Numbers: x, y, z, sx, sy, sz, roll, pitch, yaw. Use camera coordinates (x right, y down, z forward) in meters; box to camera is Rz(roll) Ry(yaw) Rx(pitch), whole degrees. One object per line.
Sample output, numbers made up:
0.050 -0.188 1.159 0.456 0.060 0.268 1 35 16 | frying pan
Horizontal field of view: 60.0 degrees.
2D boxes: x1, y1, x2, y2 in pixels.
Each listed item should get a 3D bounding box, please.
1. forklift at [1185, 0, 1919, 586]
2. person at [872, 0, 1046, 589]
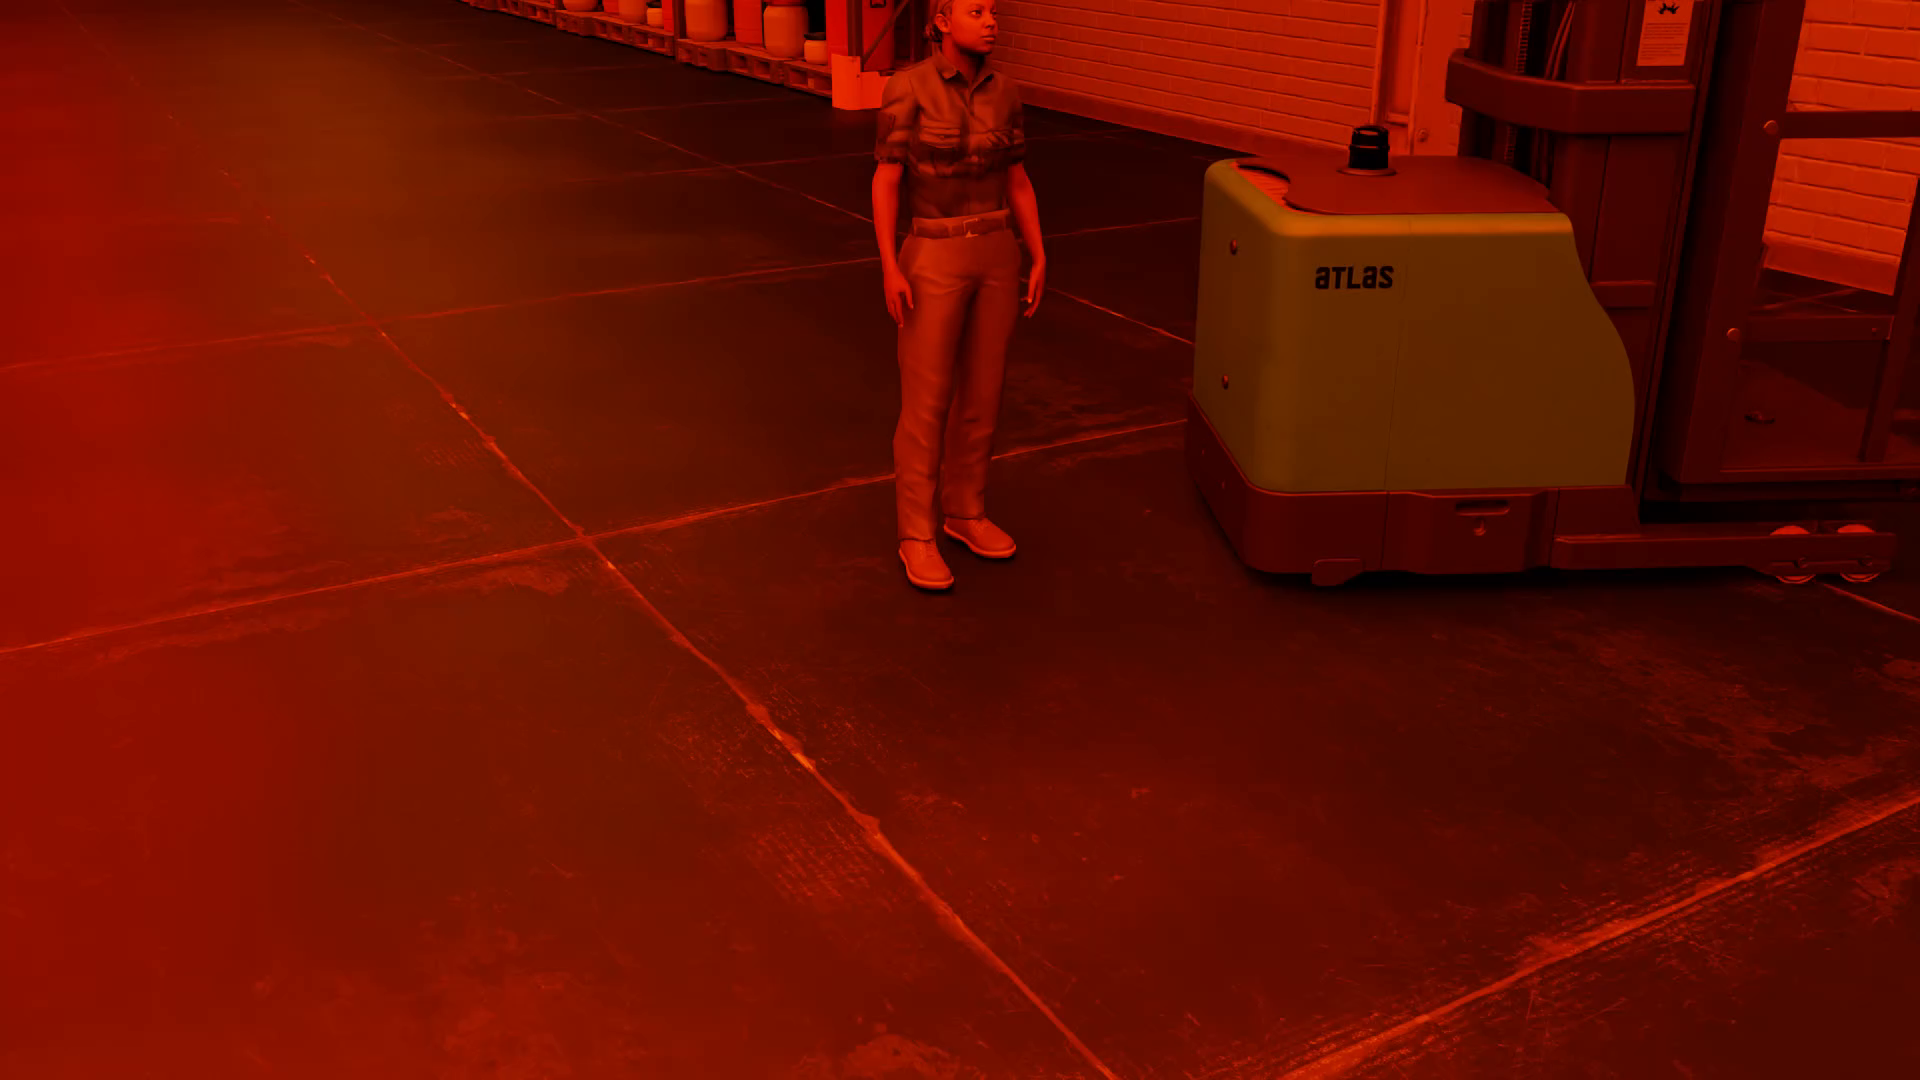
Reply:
2.294 -1.427 4.752 3.031 2.935 1.130 -1 22 -4 | forklift
0.027 -0.739 4.738 0.570 1.657 0.502 -12 25 -28 | person
